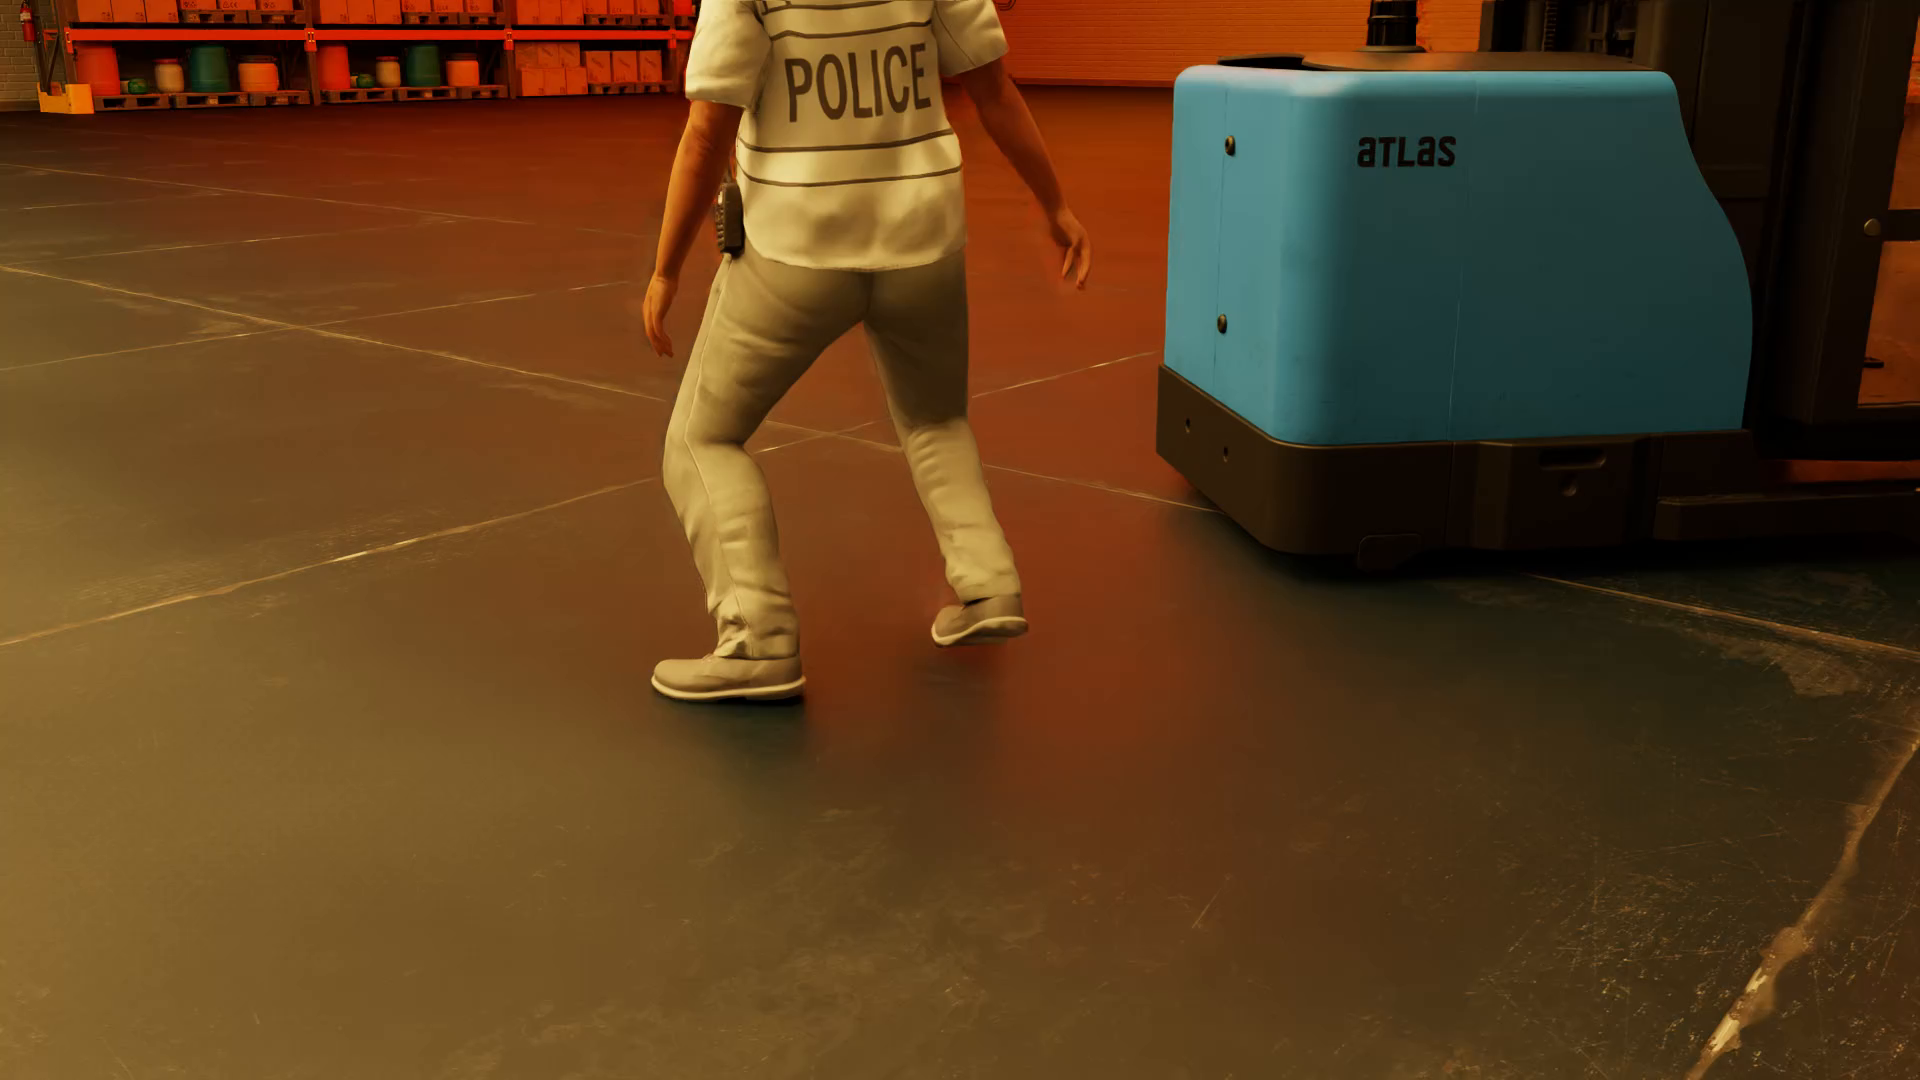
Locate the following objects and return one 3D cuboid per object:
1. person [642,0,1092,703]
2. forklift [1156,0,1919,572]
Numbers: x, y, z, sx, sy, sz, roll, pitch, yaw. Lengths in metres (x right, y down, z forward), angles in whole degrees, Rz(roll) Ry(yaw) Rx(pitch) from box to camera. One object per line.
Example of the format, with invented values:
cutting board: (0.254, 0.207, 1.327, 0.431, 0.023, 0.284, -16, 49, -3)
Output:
person: (-0.169, -0.521, 2.955, 0.838, 1.591, 0.483, -7, 18, -22)
forklift: (2.091, -1.516, 3.890, 3.031, 2.935, 1.130, -3, 17, -9)
